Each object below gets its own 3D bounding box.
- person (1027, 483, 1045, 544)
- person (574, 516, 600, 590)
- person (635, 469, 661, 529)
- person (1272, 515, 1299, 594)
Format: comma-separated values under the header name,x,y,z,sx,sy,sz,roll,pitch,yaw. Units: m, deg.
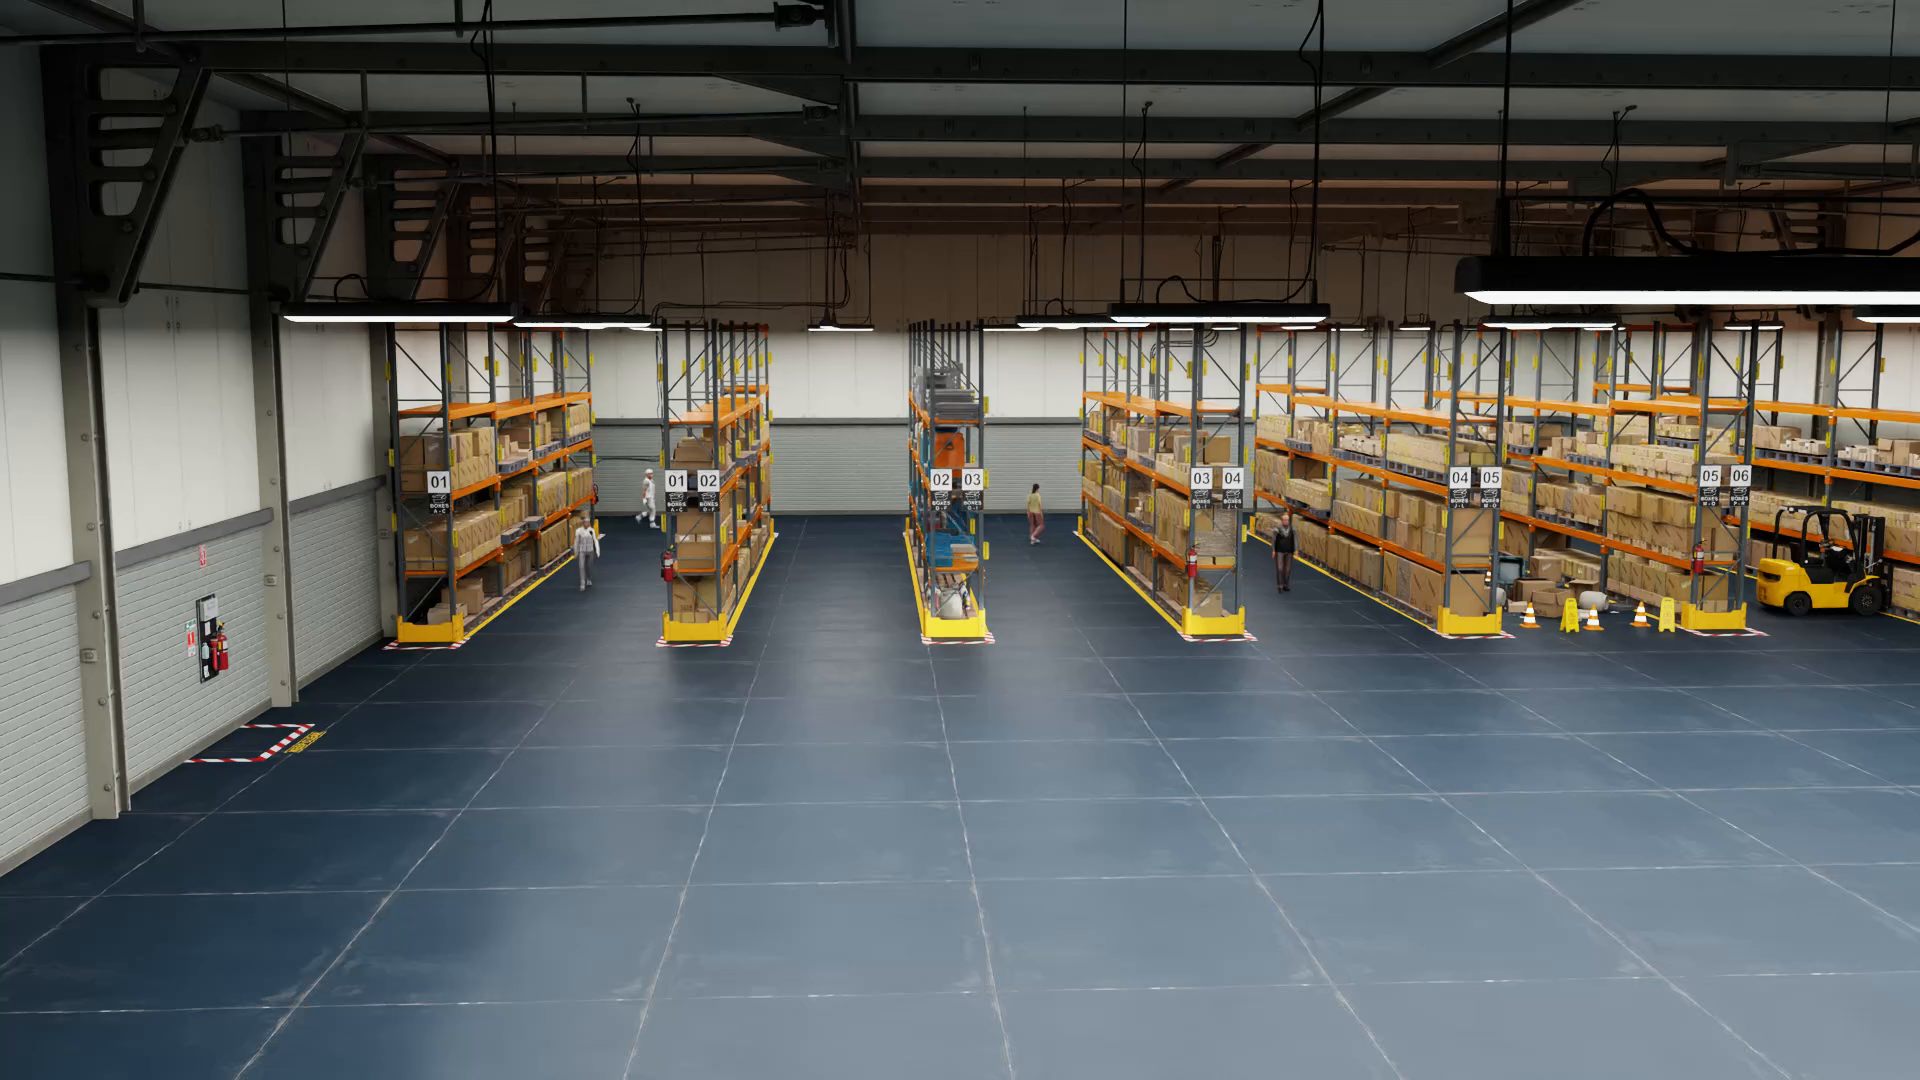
name,x,y,z,sx,sy,sz,roll,pitch,yaw
person,2.022,-0.702,45.337,0.486,1.668,0.517,5,9,37
person,-8.418,0.257,37.494,0.558,1.617,0.998,-2,7,-16
person,-9.225,-1.216,48.987,0.785,1.774,0.510,0,7,-3
person,7.234,0.326,36.970,0.580,1.775,0.550,0,7,0
